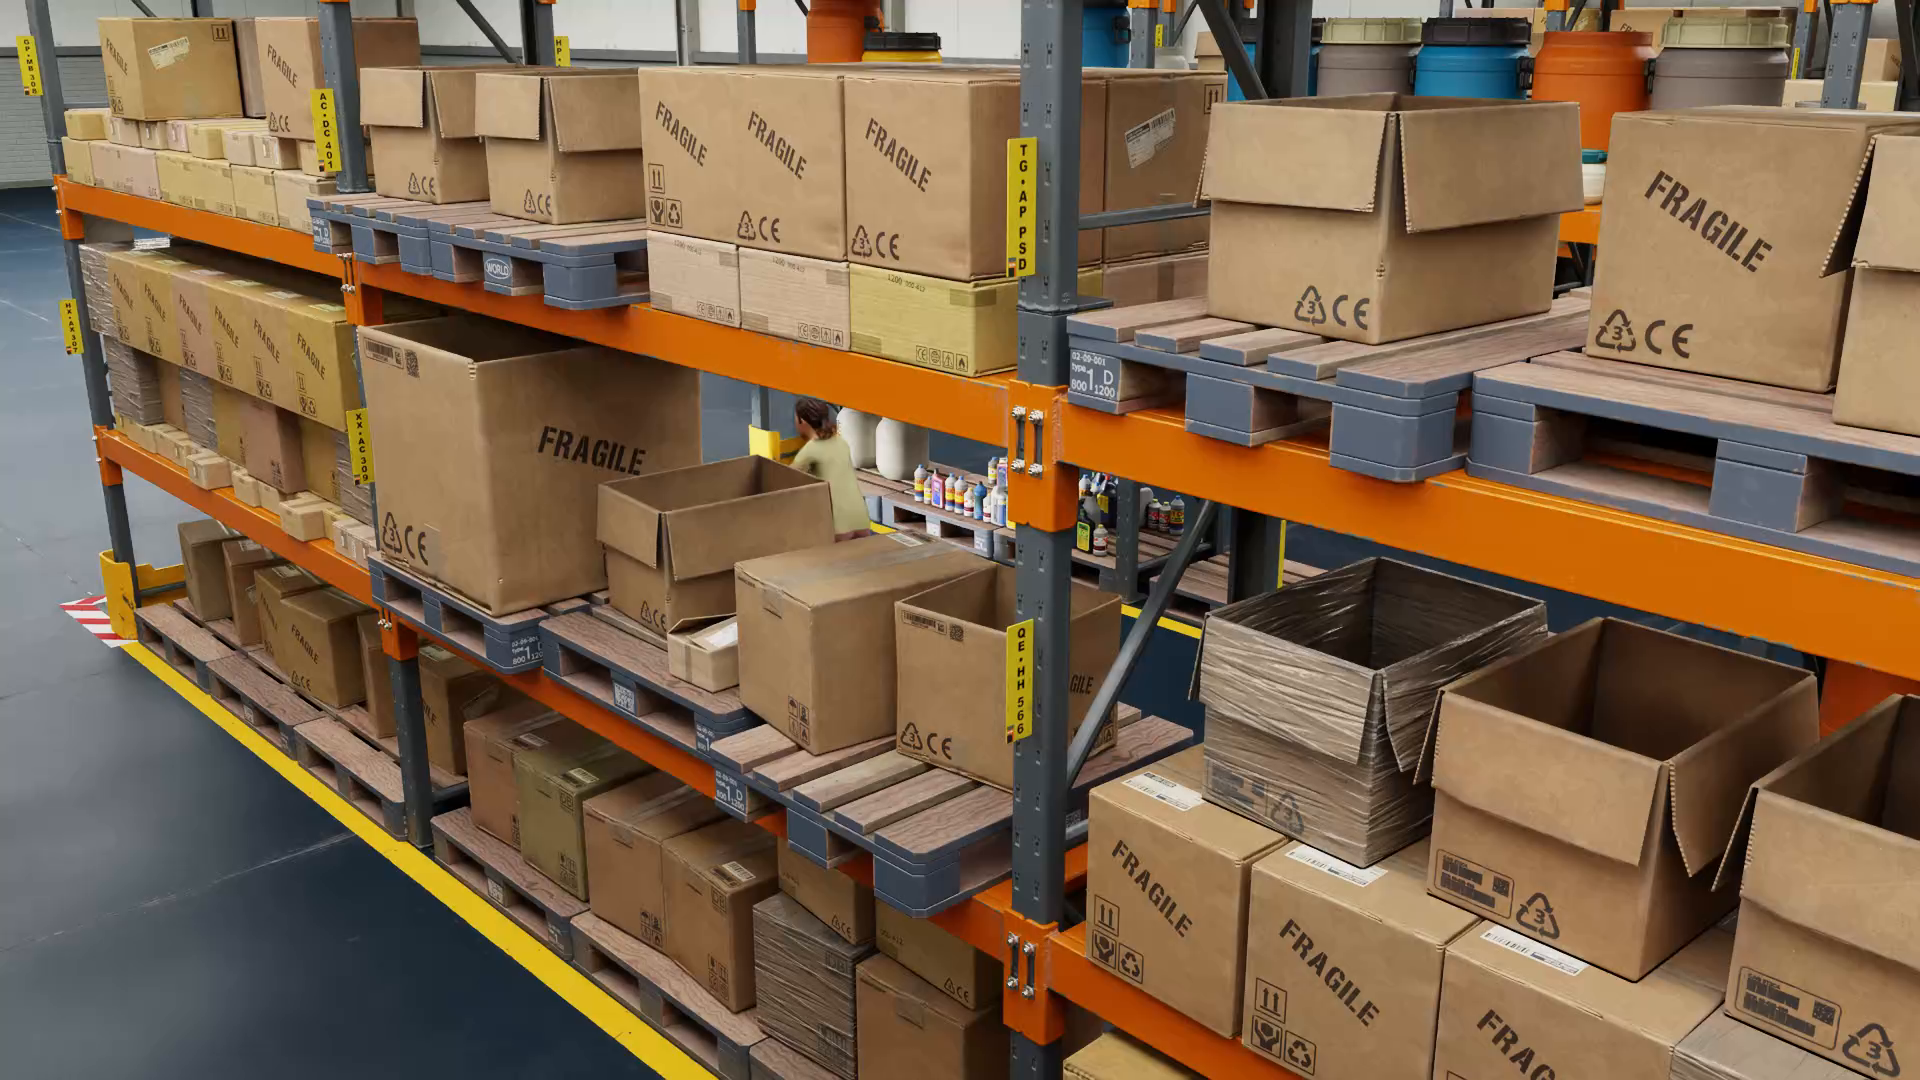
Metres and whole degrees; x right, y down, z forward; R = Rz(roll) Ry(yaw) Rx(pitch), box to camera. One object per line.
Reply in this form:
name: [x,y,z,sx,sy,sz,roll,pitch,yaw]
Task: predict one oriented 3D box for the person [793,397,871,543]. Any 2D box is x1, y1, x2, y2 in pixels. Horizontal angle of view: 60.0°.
person: [-0.788,-0.045,9.789,0.407,1.625,0.541,-16,24,-42]
